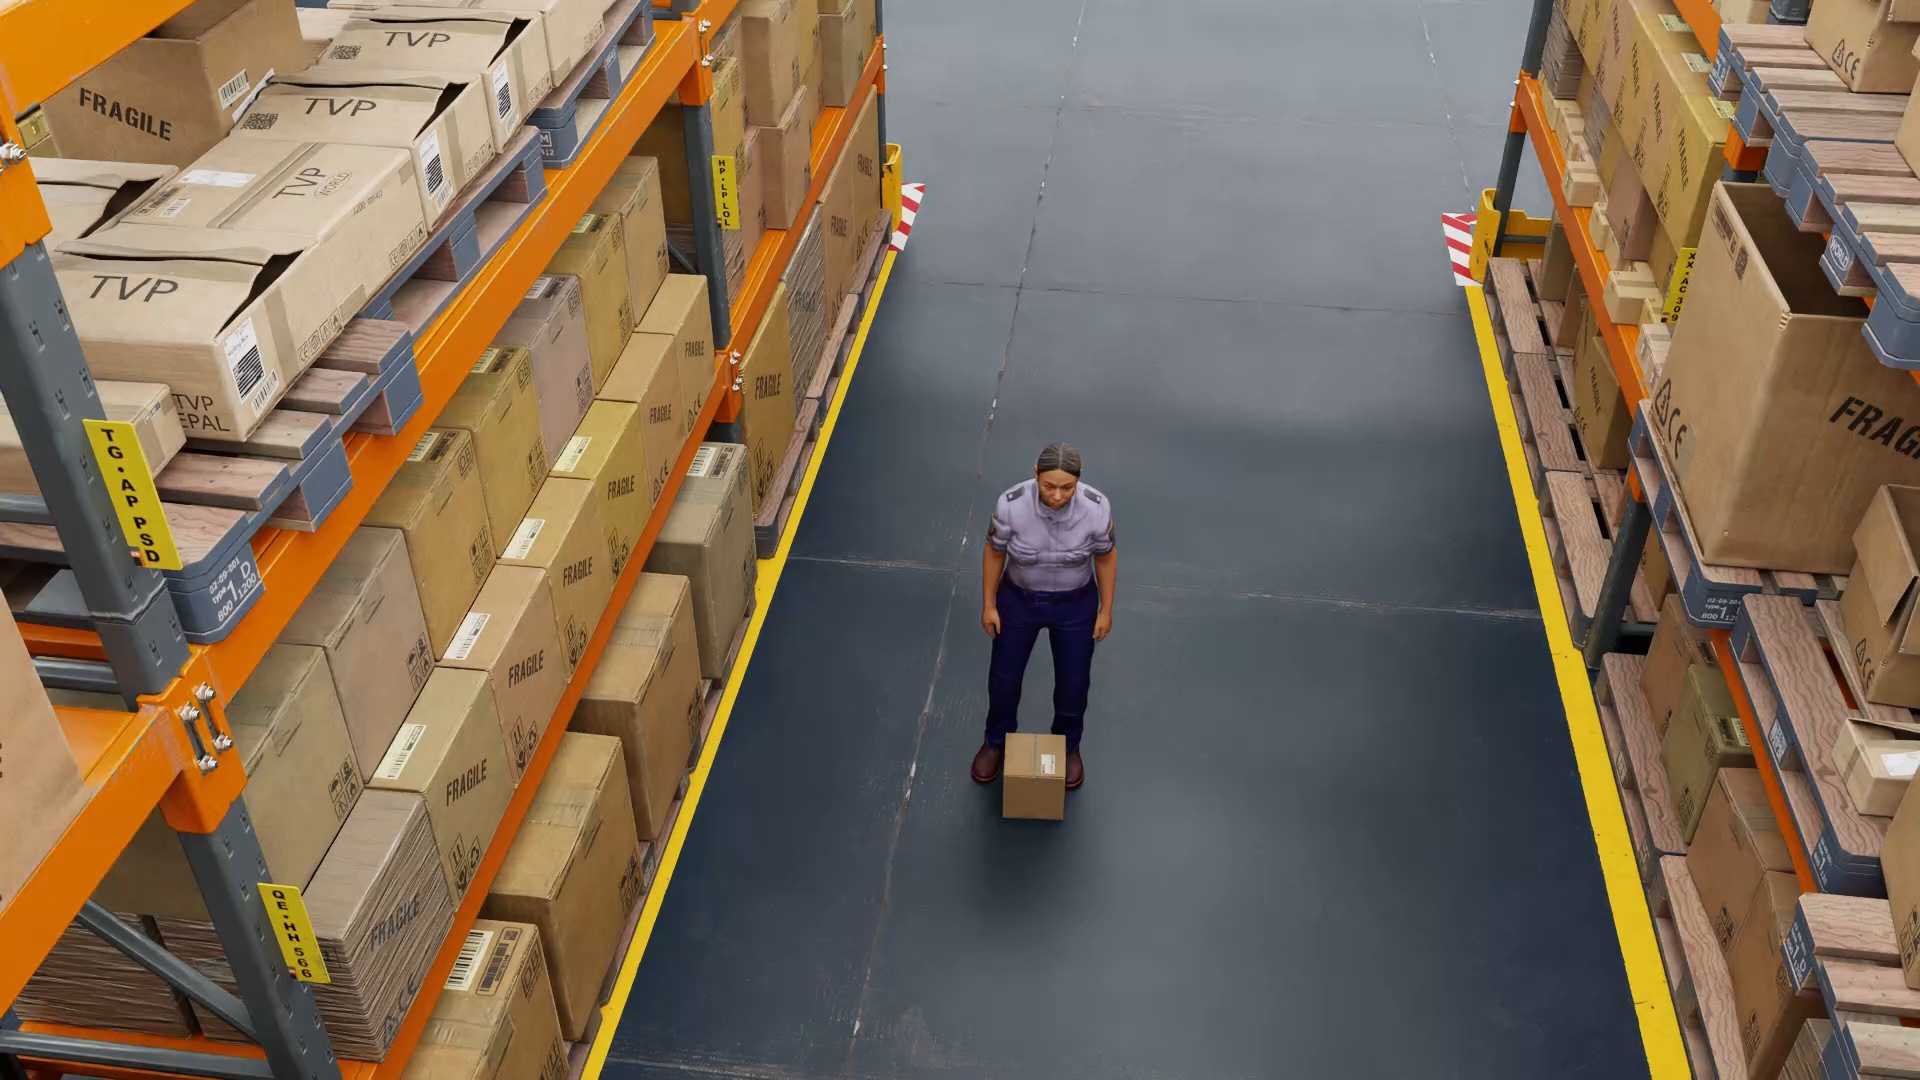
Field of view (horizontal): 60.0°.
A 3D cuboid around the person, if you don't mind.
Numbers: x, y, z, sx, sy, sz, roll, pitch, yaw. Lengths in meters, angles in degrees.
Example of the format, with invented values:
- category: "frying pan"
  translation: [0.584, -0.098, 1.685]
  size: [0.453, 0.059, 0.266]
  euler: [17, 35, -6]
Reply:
- category: "person"
  translation: [0.335, 0.276, 6.670]
  size: [0.564, 1.651, 0.370]
  euler: [2, 36, 3]
